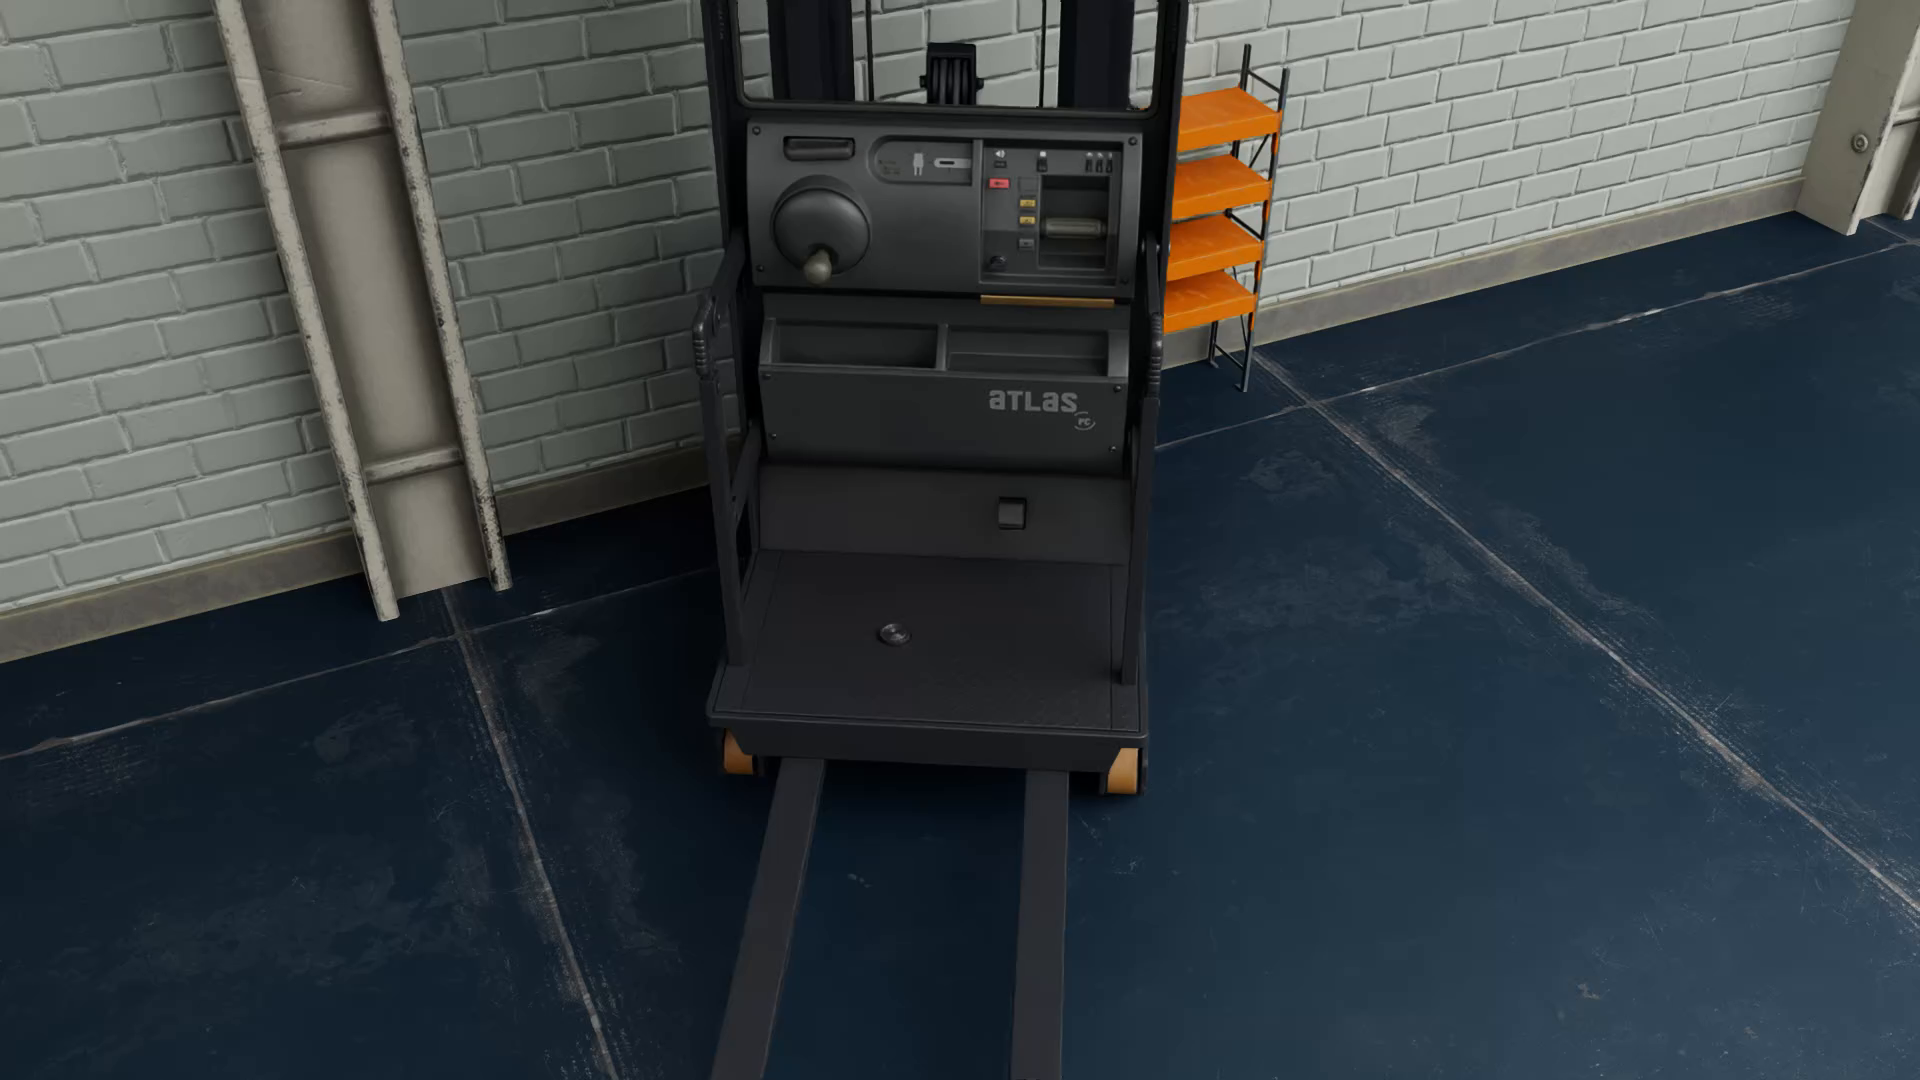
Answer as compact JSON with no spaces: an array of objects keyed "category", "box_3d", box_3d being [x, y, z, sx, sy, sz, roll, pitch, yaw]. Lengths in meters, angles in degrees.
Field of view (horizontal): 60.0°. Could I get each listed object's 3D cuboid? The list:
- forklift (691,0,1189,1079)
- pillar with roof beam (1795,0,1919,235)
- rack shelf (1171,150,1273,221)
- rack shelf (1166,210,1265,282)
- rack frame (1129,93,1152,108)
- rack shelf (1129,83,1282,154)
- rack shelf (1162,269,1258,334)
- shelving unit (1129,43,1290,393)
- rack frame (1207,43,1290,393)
[{"category":"forklift","box_3d":[-0.053,-0.719,3.759,1.130,2.935,3.031,2,37,3]},{"category":"pillar with roof beam","box_3d":[5.657,-2.701,1.338,0.400,9.000,9.100,-16,39,-20]},{"category":"rack shelf","box_3d":[0.757,-1.132,5.502,0.480,0.148,0.258,-16,40,-20]},{"category":"rack shelf","box_3d":[0.755,-0.955,5.638,0.480,0.148,0.258,-16,40,-20]},{"category":"rack frame","box_3d":[0.536,-0.946,5.512,0.015,1.200,0.240,-16,40,-20]},{"category":"rack shelf","box_3d":[0.760,-1.320,5.358,0.480,0.148,0.258,-16,40,-20]},{"category":"rack shelf","box_3d":[0.753,-0.797,5.759,0.480,0.148,0.258,-16,40,-20]},{"category":"shelving unit","box_3d":[0.756,-1.008,5.597,0.503,1.200,0.258,-16,40,-20]},{"category":"rack frame","box_3d":[0.976,-1.070,5.682,0.015,1.200,0.240,-16,40,-20]}]
